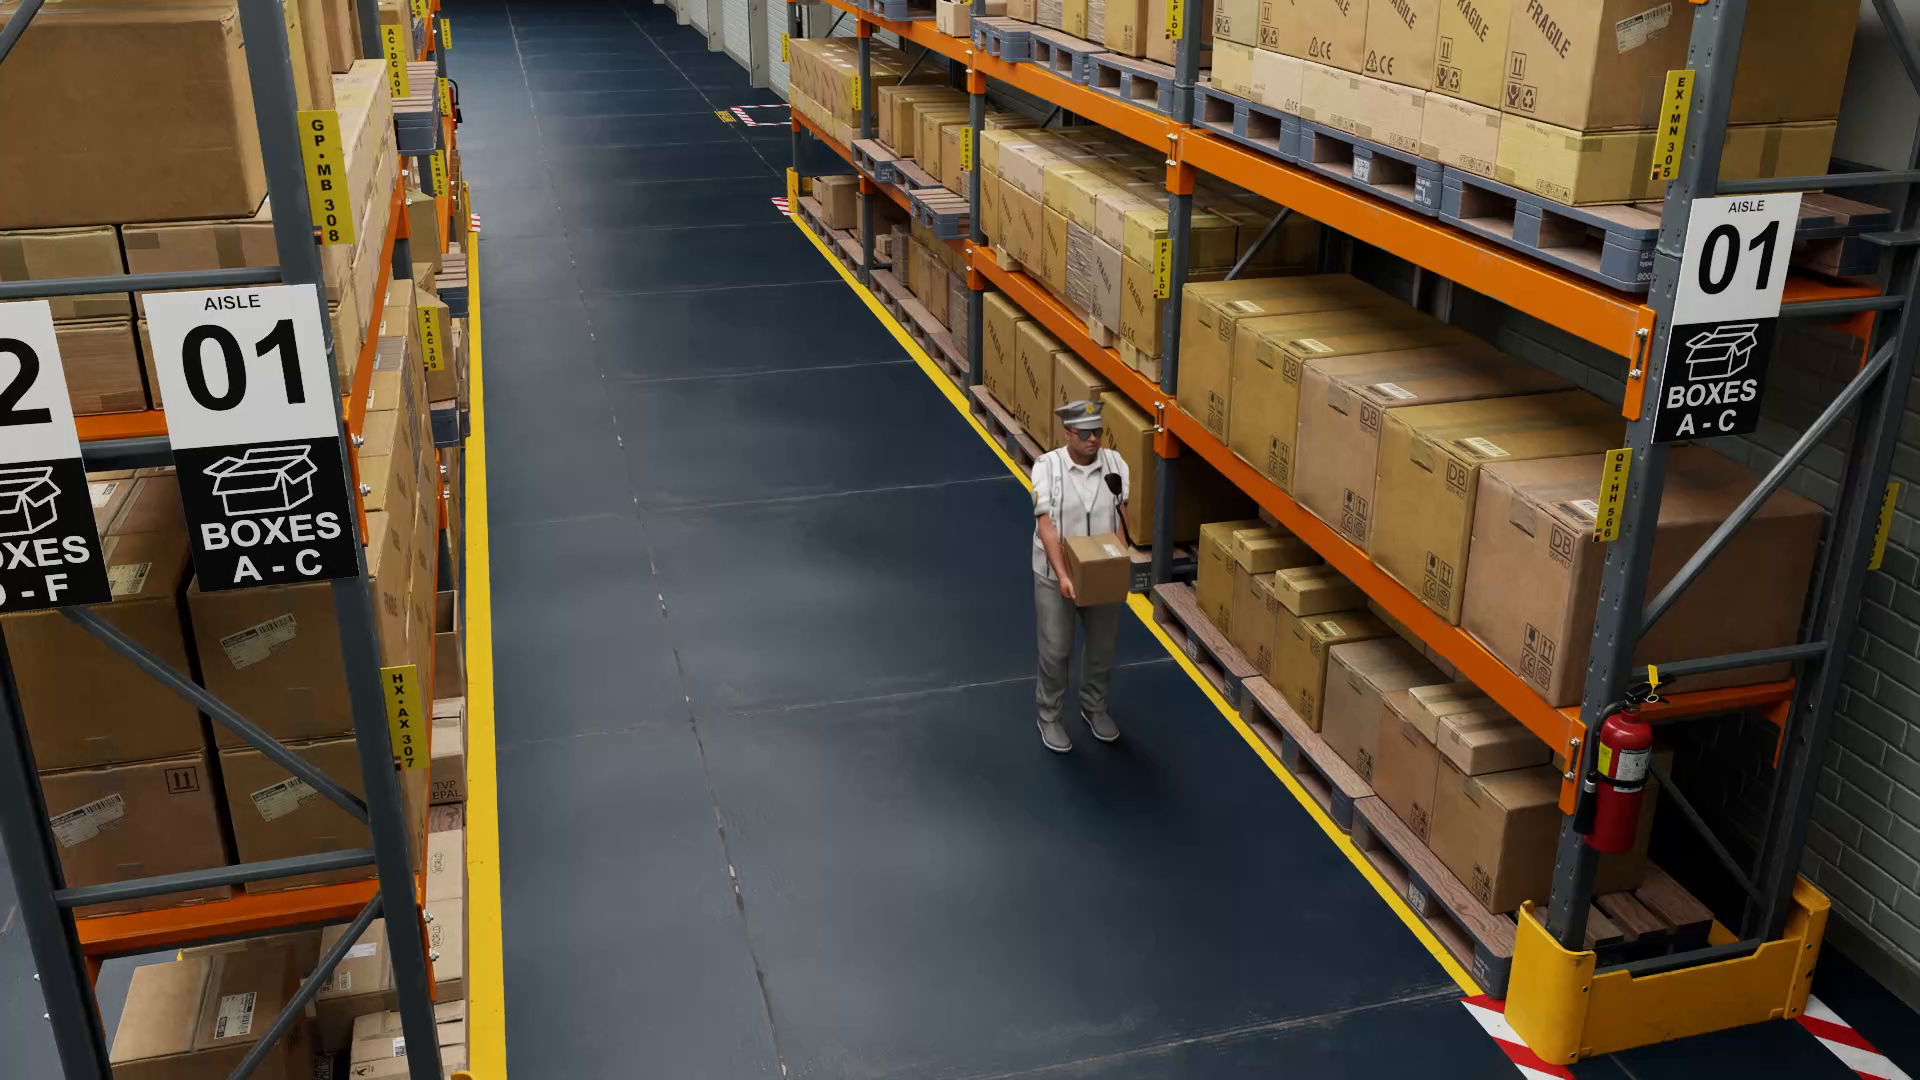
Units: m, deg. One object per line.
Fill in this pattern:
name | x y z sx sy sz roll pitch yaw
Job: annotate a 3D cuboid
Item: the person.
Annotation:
person | 0.609 0.181 8.135 0.493 1.770 0.558 -6 23 -14
